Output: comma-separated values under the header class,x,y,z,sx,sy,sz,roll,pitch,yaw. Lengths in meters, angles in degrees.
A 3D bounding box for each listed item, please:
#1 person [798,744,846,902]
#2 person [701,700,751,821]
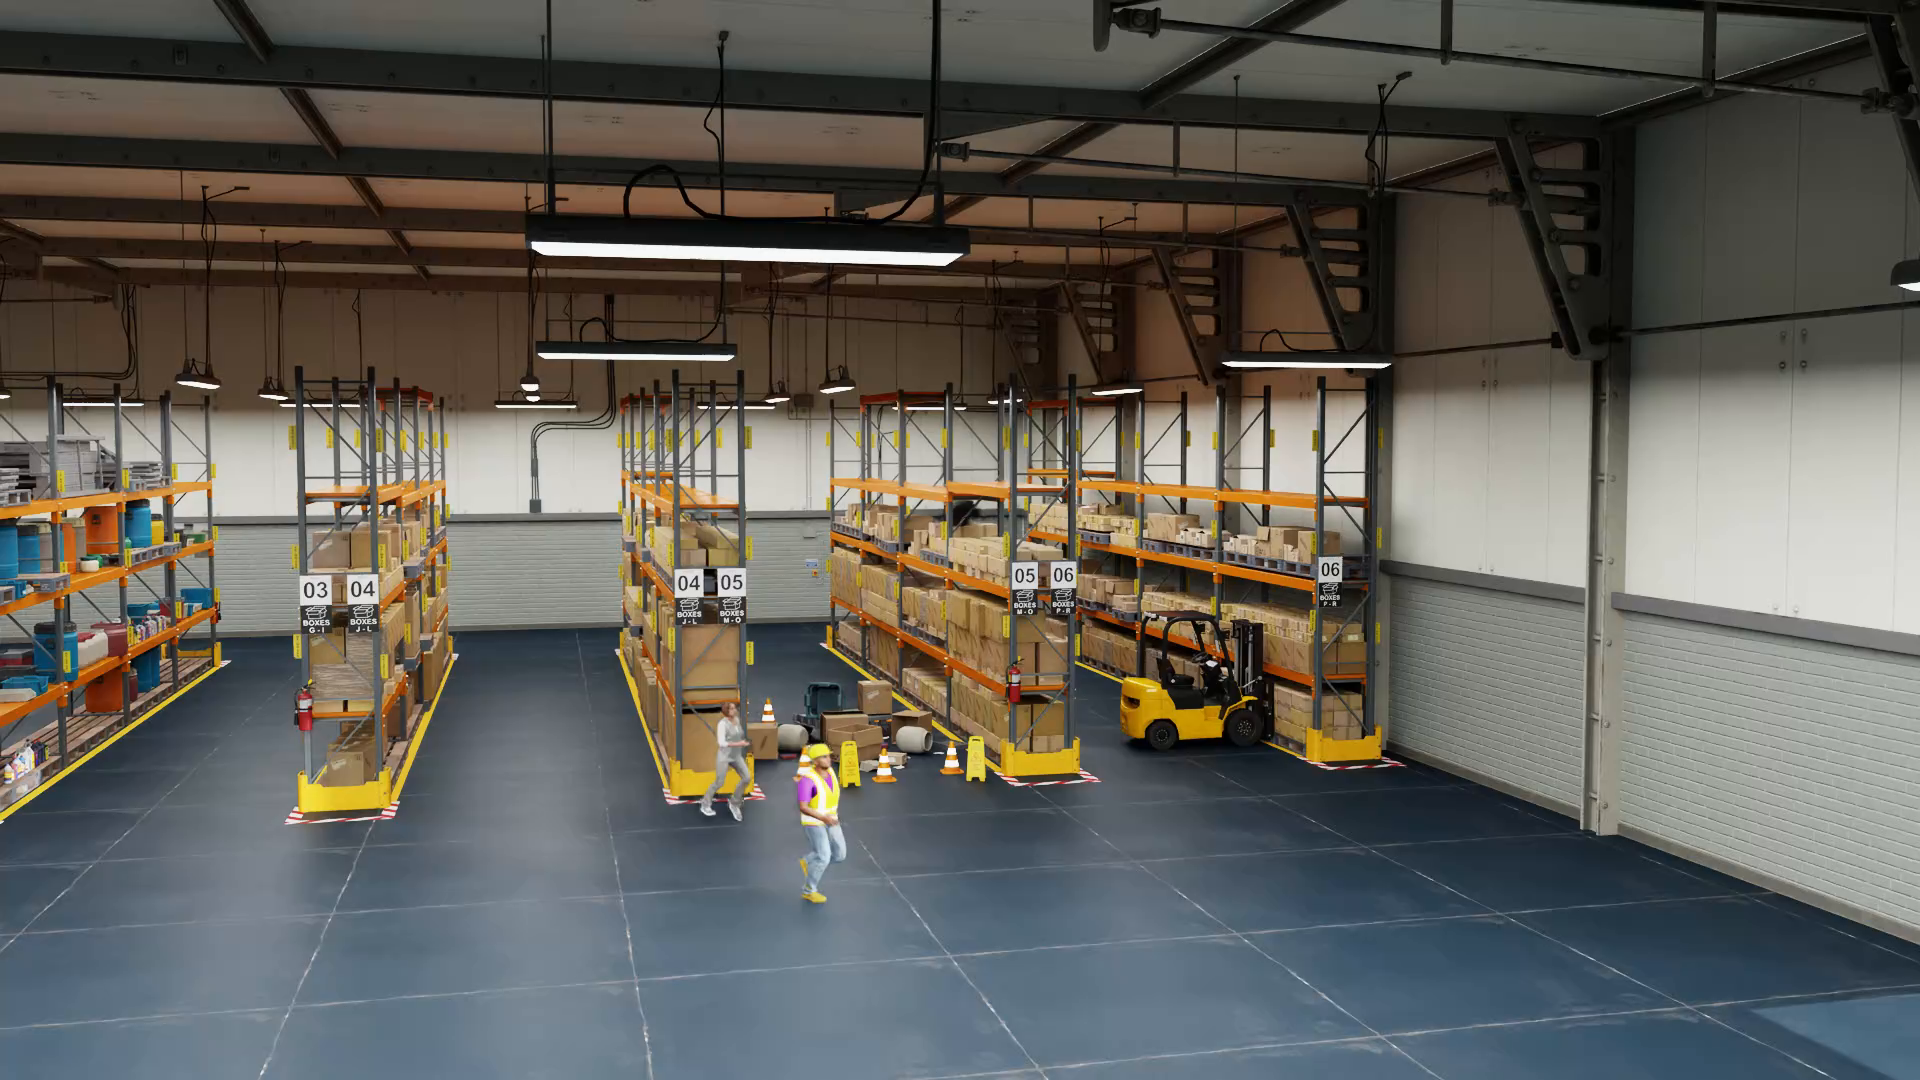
class,x,y,z,sx,sy,sz,roll,pitch,yaw
person,-1.498,3.066,18.077,0.651,1.722,0.719,2,4,31
person,-3.039,2.894,21.889,0.814,1.596,0.549,2,4,36
